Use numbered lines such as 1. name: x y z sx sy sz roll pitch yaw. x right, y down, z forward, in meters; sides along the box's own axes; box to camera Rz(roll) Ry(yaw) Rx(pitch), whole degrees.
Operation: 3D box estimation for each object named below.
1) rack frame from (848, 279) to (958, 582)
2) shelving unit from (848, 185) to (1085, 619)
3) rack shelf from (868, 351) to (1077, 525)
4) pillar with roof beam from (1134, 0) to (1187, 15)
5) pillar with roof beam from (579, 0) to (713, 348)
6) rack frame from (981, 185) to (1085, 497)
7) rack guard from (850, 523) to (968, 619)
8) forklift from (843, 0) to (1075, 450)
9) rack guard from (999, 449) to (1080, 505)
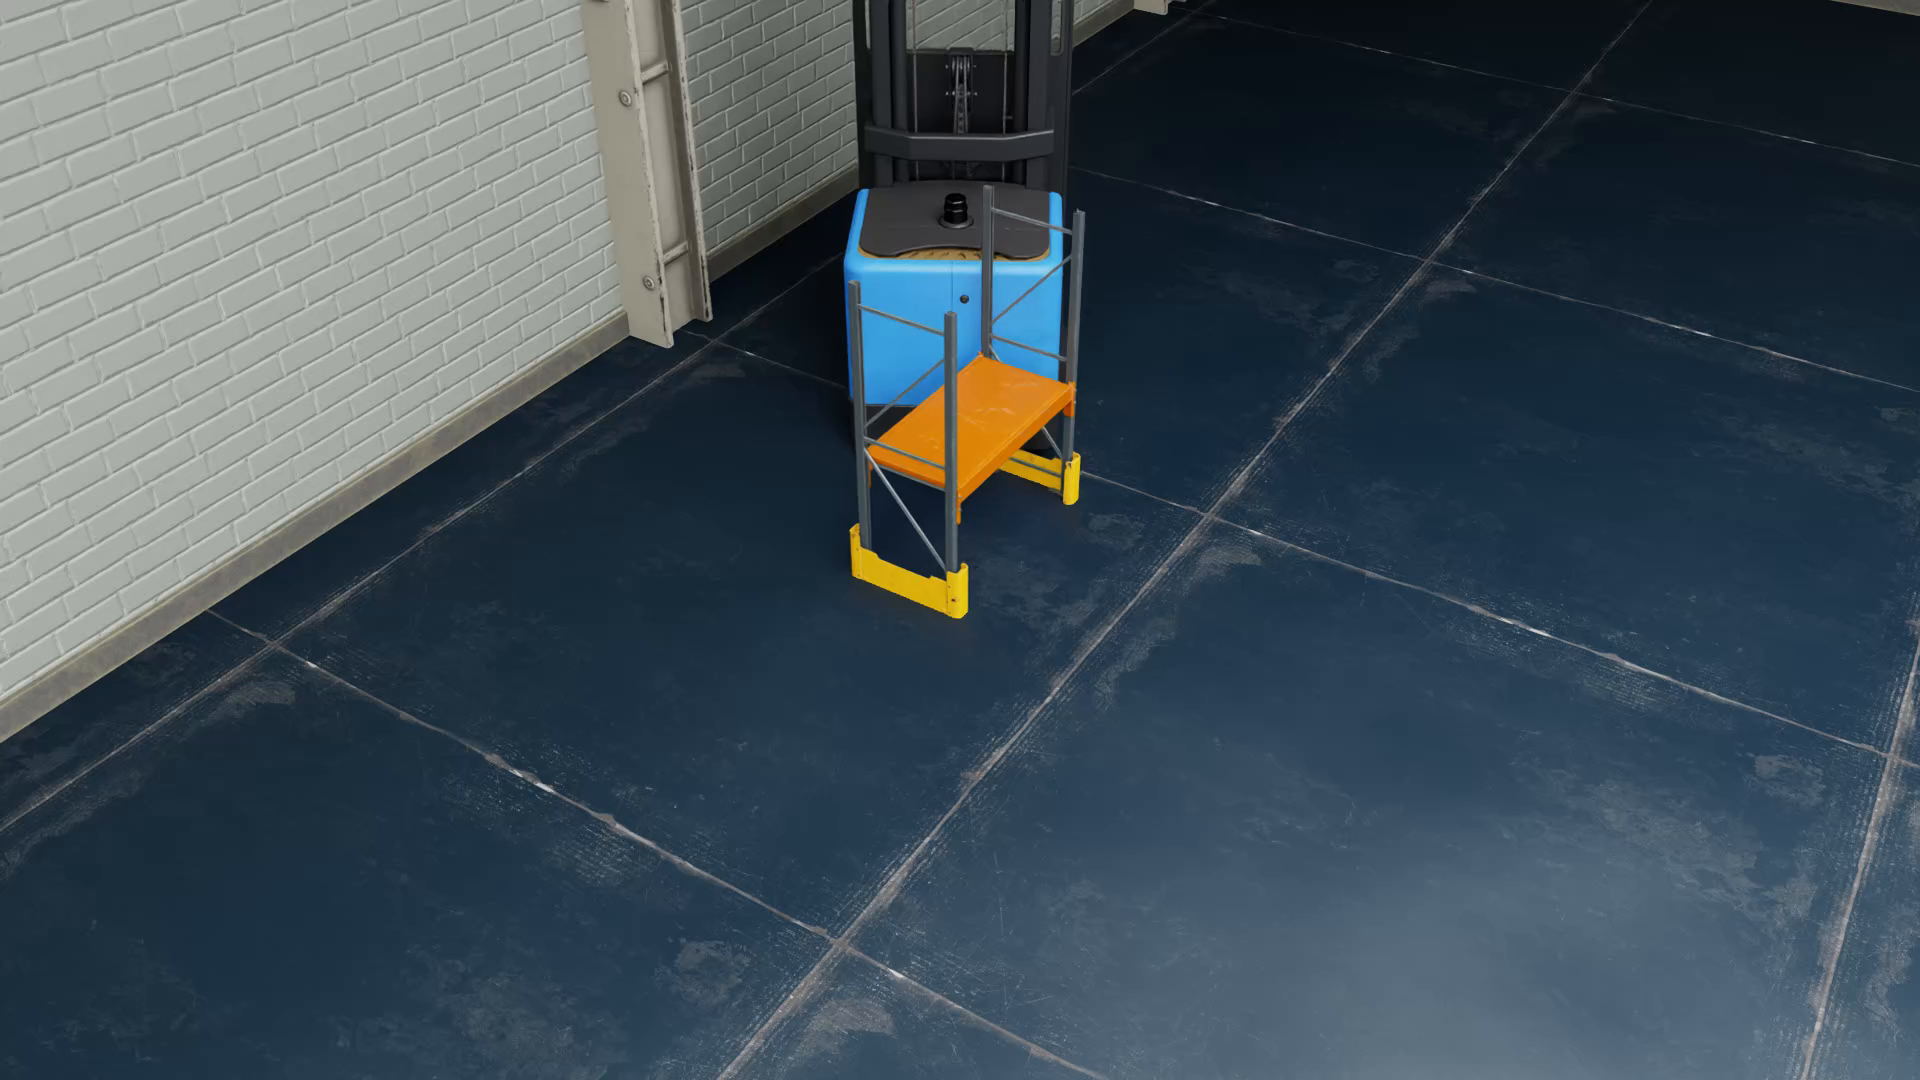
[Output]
1. rack frame: -0.229 -0.359 6.987 0.500 1.500 0.032 21 42 25
2. shelving unit: 0.039 -0.616 7.321 0.587 1.500 1.083 21 42 25
3. rack shelf: 0.044 -0.478 7.436 0.538 0.185 1.000 21 42 25
4. pillar with roof beam: 5.225 -6.450 8.747 9.100 9.000 0.400 21 42 25
5. pillar with roof beam: 2.011 -3.357 4.735 9.100 9.000 0.400 21 42 25
6. rack frame: 0.317 -0.882 7.666 0.500 1.500 0.032 21 42 25
7. rack guard: -0.229 0.136 7.369 0.587 0.250 0.087 21 42 25
8. forklift: 0.026 -2.482 8.569 1.130 2.935 3.031 1 38 2
9. rack guard: 0.307 -0.377 8.035 0.587 0.250 0.087 21 42 25
